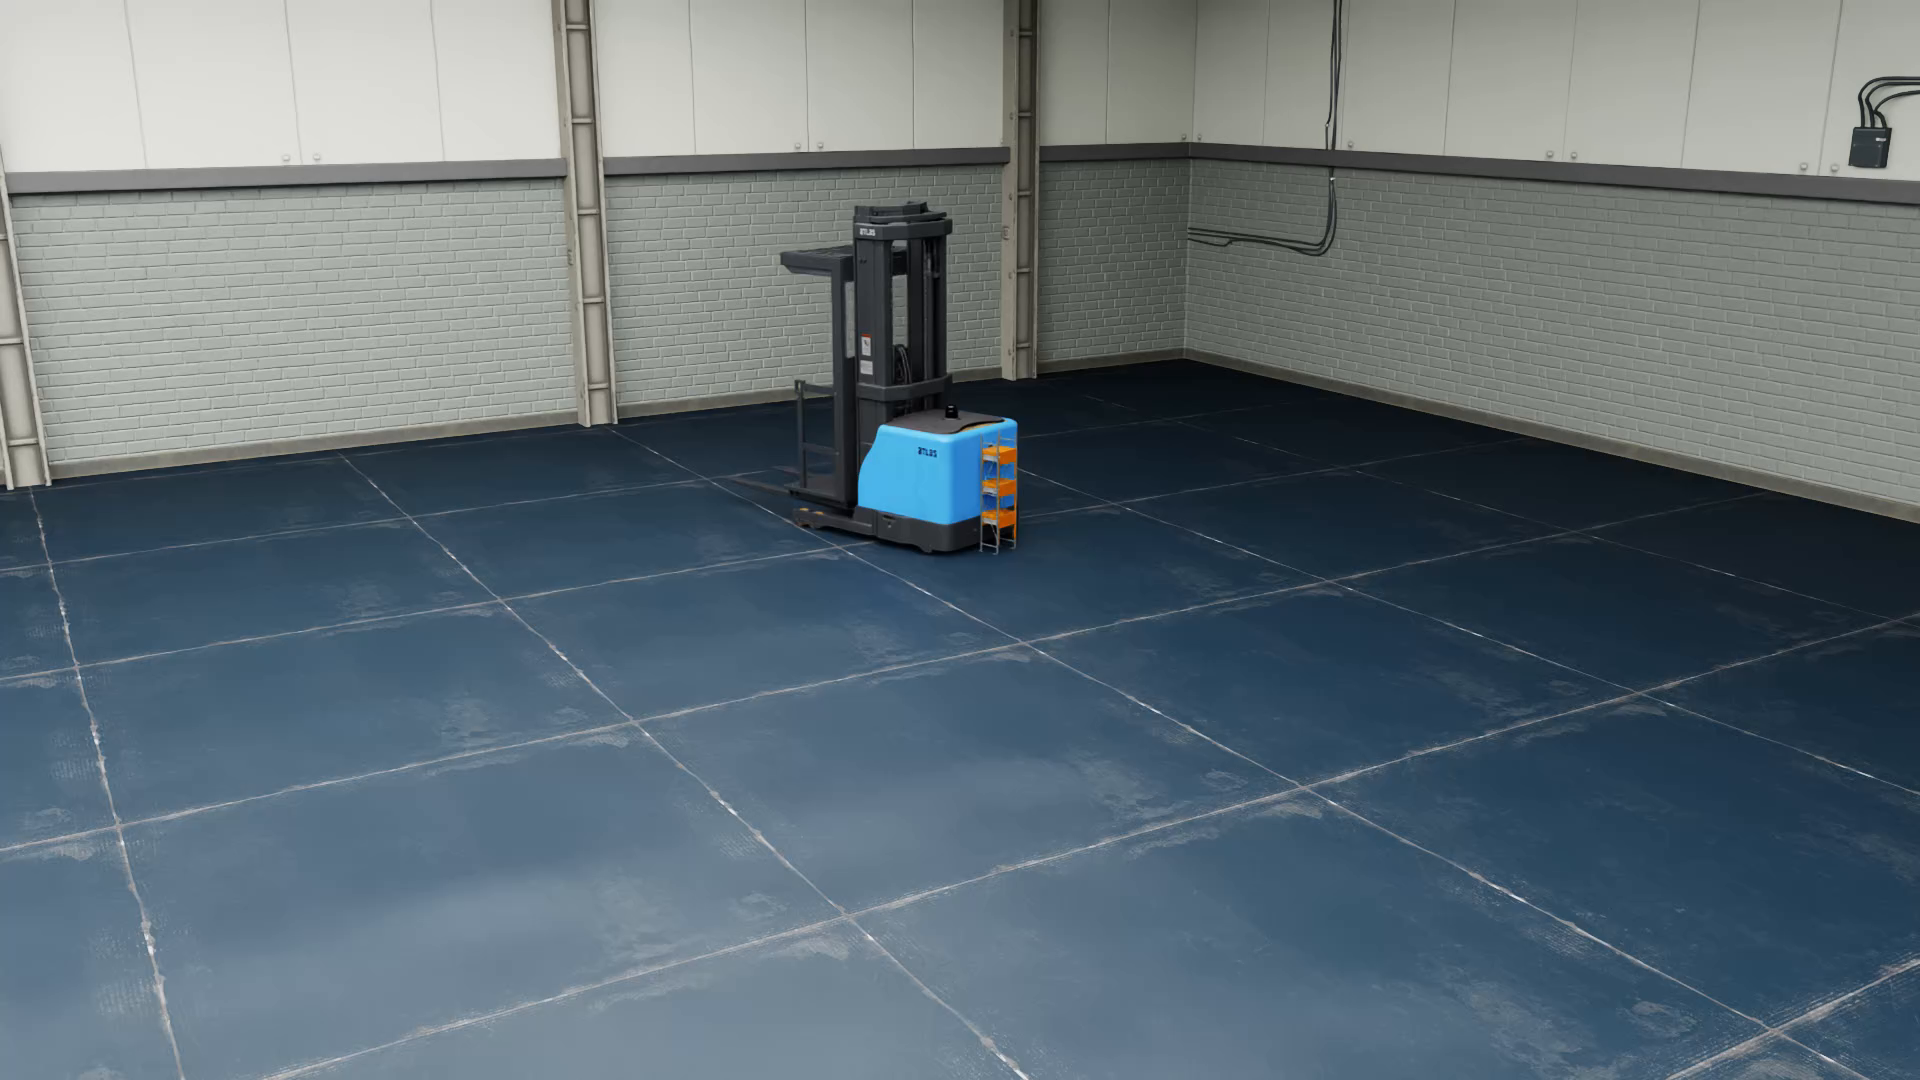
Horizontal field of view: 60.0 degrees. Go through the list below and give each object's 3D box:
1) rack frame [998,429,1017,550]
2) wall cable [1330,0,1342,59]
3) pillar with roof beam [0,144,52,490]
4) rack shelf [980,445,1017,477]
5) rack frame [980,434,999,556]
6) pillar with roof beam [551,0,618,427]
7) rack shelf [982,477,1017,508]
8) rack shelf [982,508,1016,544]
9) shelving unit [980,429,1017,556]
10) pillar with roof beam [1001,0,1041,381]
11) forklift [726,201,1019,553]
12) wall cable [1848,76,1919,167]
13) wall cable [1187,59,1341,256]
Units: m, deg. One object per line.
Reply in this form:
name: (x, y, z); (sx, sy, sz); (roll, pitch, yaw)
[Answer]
rack frame: (0.413, -0.439, 14.529); (0.200, 1.050, 0.008); (13, 20, 39)
wall cable: (5.408, -6.982, 19.541); (0.112, 2.526, 3.097); (-9, 18, -30)
pillar with roof beam: (-7.261, -3.903, 12.163); (0.400, 9.000, 9.100); (-9, 18, -30)
rack shelf: (0.334, -0.676, 14.365); (0.215, 0.259, 0.240); (13, 20, 39)
rack frame: (0.255, -0.388, 14.350); (0.200, 1.050, 0.008); (13, 20, 39)
pillar with roof beam: (-2.118, -4.737, 15.138); (0.400, 9.000, 9.100); (-9, 18, -30)
rack shelf: (0.334, -0.403, 14.442); (0.215, 0.259, 0.240); (13, 20, 39)
rack shelf: (0.333, -0.136, 14.517); (0.215, 0.259, 0.240); (13, 20, 39)
shelving unit: (0.334, -0.413, 14.439); (0.215, 1.050, 0.252); (13, 20, 39)
pillar with roof beam: (3.025, -5.572, 18.114); (0.400, 9.000, 9.100); (-9, 18, -30)
forklift: (-0.922, -1.603, 15.199); (3.031, 2.935, 1.130); (13, 20, 39)
wall cable: (8.890, -6.110, 13.734); (0.169, 6.003, 2.305); (-9, 18, -30)
wall cable: (4.014, -5.176, 22.455); (0.112, 2.526, 3.097); (-9, 18, -30)
